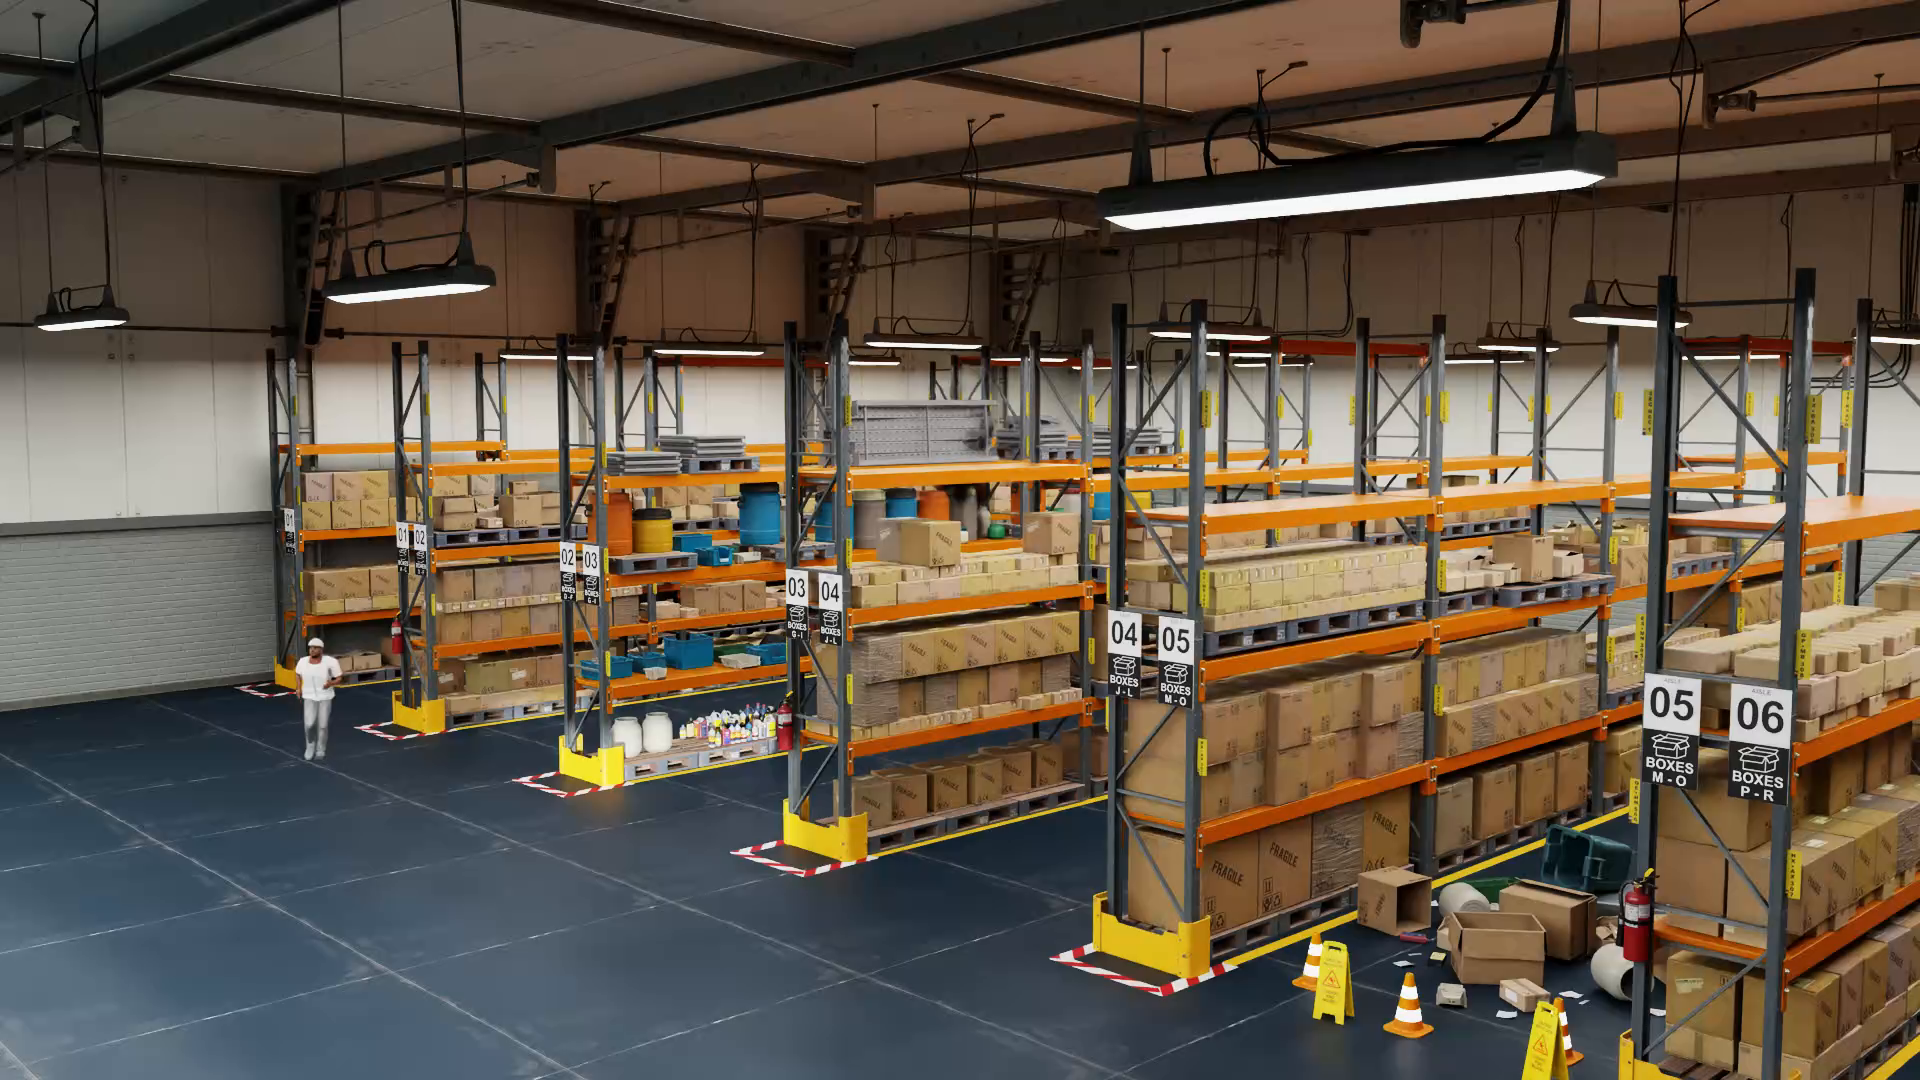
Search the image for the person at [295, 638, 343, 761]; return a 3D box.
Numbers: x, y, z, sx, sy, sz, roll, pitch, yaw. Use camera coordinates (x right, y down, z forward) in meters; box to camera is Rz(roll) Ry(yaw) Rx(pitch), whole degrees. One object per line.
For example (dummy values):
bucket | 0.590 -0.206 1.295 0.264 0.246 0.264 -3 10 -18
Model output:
person | -9.087 2.260 23.535 0.669 1.757 0.669 -1 5 -12
